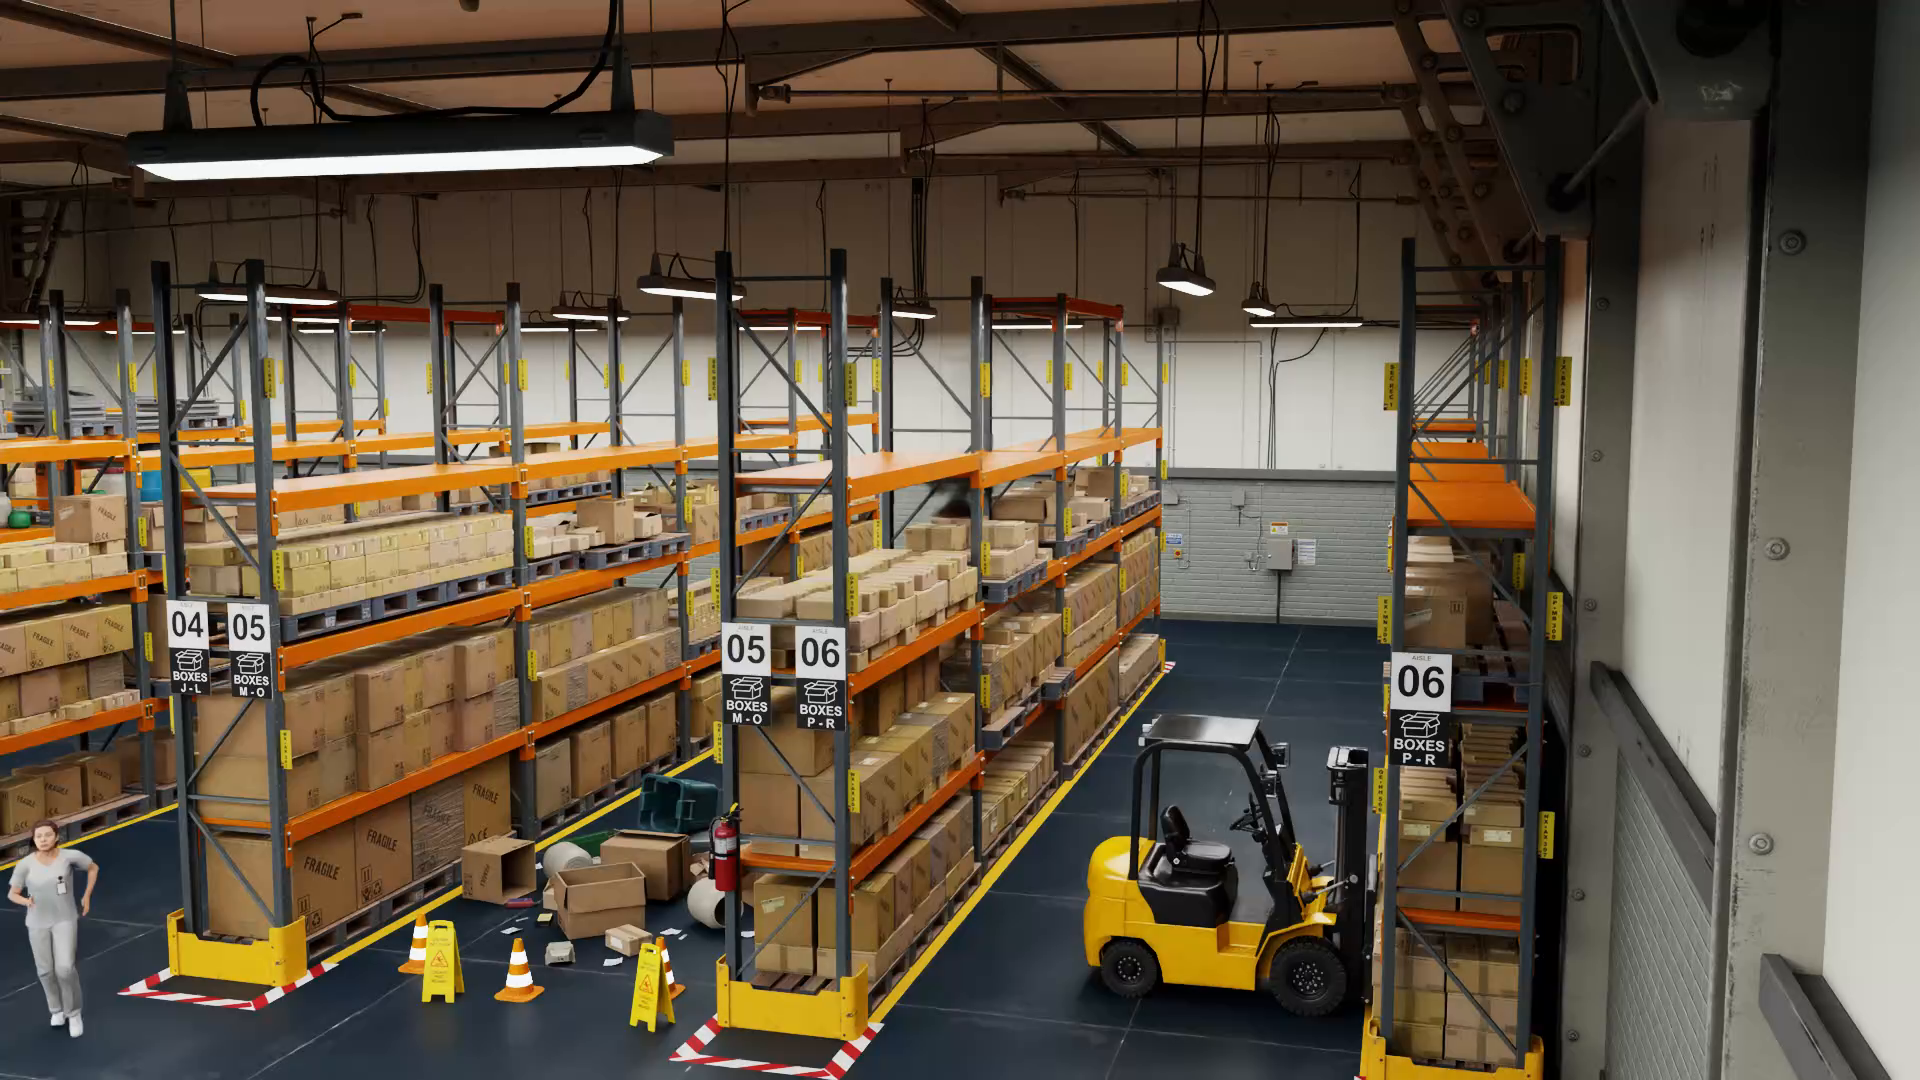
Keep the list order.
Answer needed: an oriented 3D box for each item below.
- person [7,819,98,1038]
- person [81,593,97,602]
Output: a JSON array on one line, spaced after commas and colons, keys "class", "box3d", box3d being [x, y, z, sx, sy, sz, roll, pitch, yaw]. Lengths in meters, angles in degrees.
[{"class": "person", "box3d": [-6.989, 3.001, 12.826, 0.594, 1.673, 0.668, -2, 6, -19]}, {"class": "person", "box3d": [-14.891, 1.323, 28.287, 0.657, 1.770, 1.082, 1, 6, 8]}]
